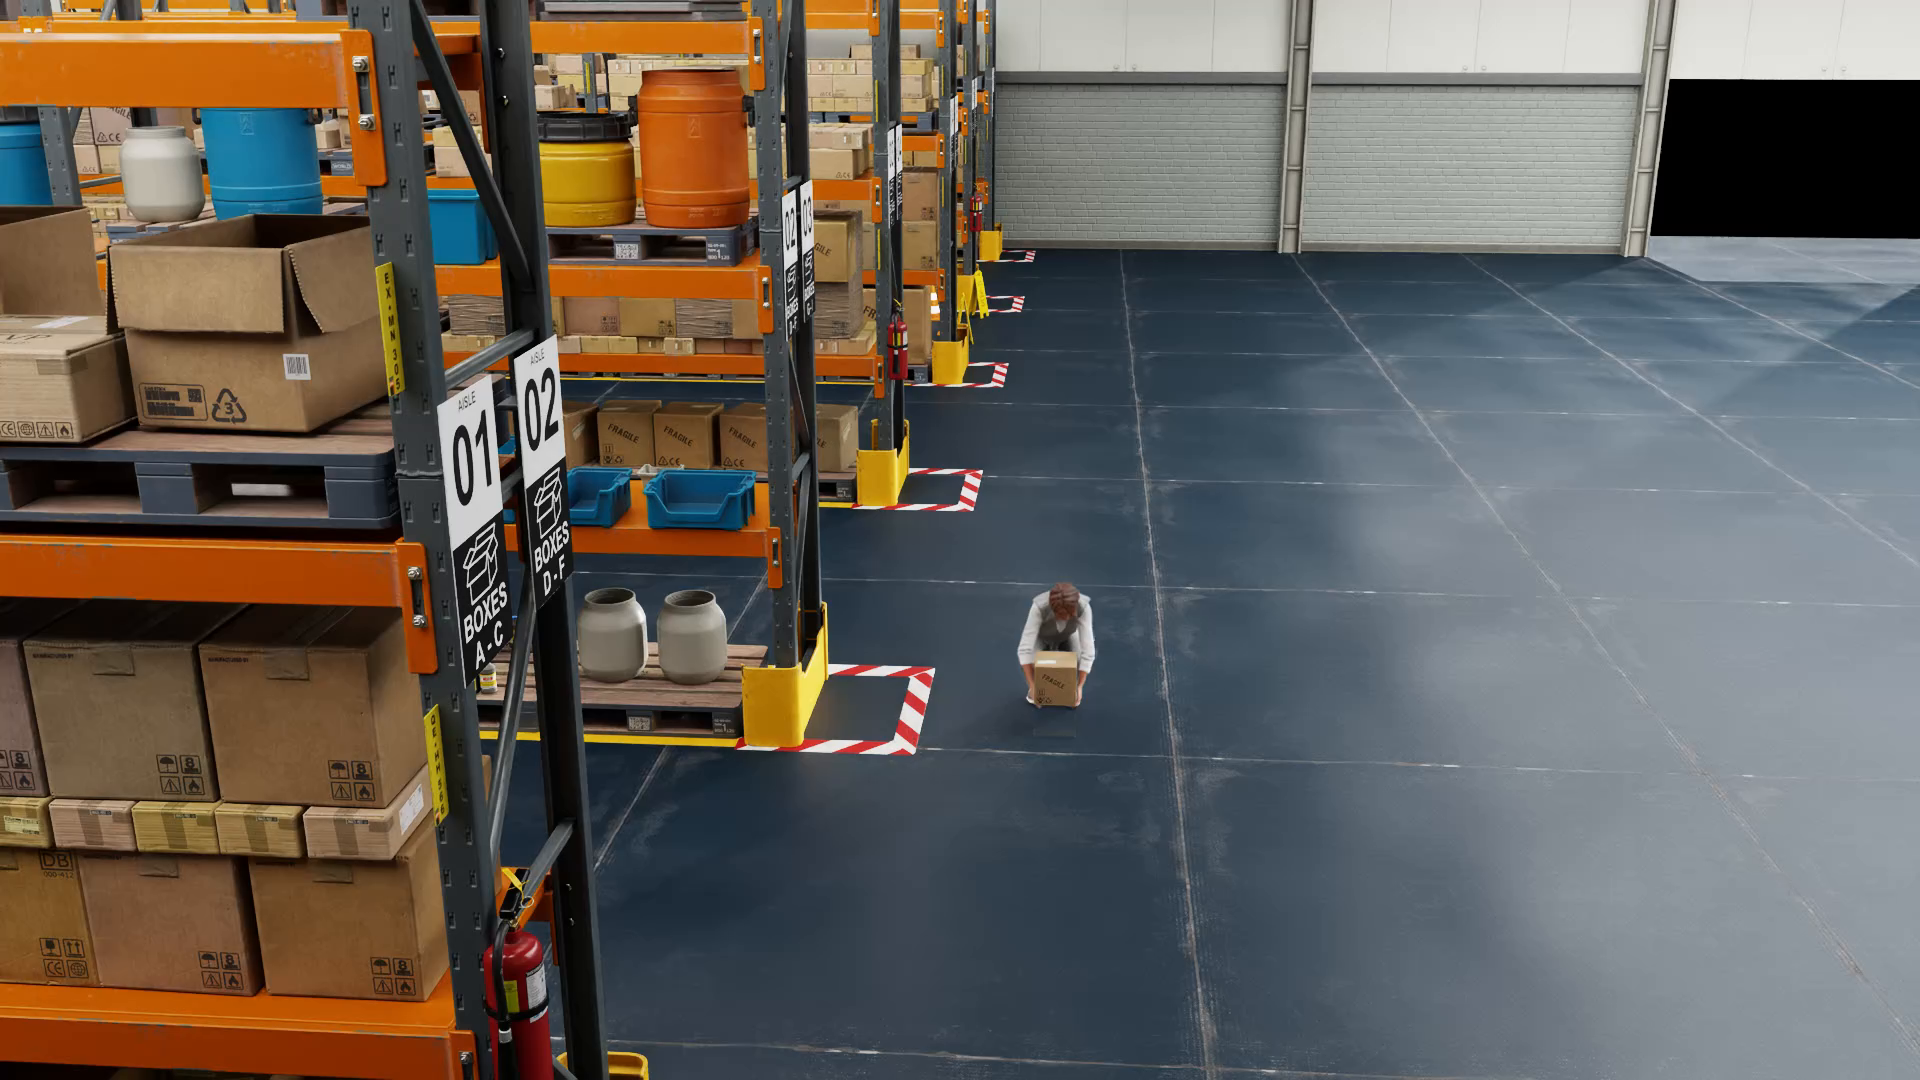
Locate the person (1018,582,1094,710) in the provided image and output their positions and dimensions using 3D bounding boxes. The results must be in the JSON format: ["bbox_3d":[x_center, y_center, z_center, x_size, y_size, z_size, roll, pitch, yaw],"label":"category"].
[{"bbox_3d":[0.597,0.629,10.296,0.467,0.879,0.797,1,18,4],"label":"person"}]
